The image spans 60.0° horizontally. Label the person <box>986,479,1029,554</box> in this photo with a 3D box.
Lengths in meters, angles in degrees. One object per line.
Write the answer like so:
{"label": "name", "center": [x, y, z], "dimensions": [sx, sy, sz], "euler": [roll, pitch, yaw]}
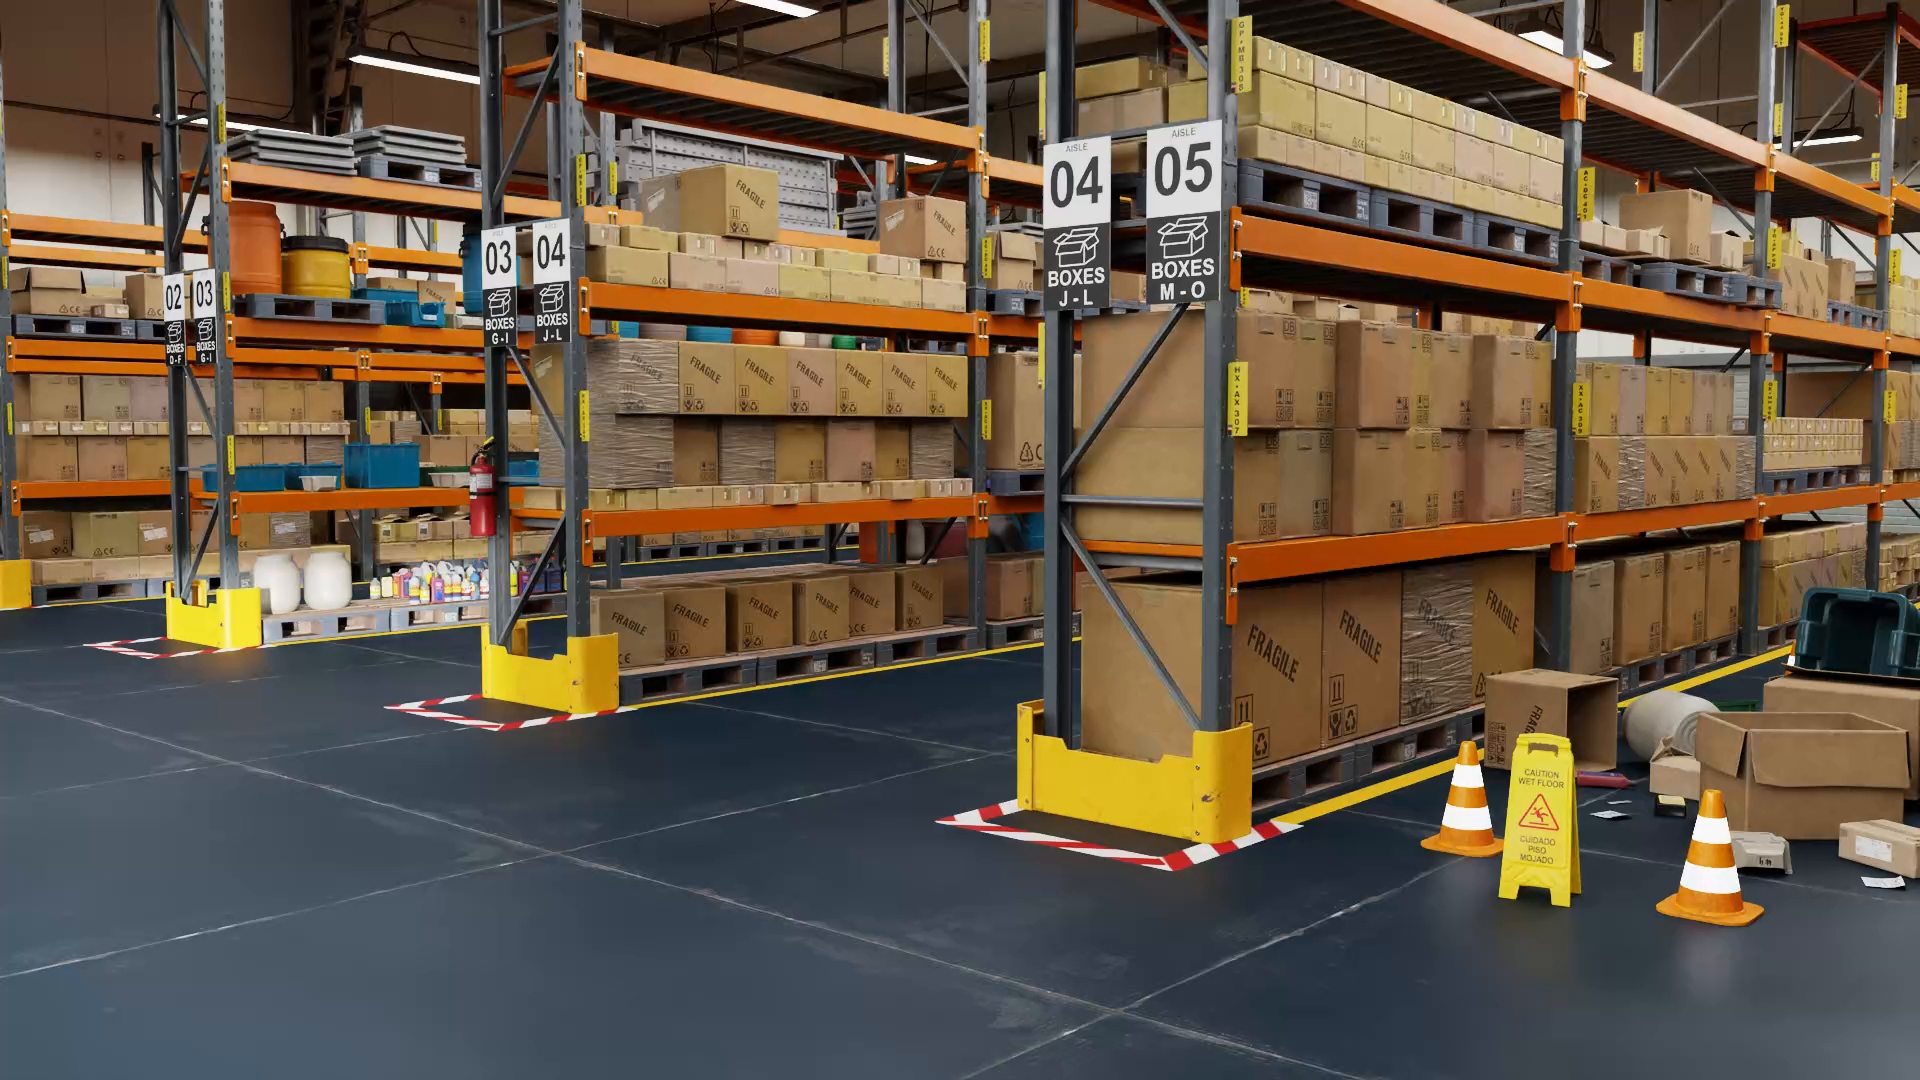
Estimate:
{"label": "person", "center": [0.462, -0.155, 17.871], "dimensions": [0.463, 1.532, 0.511], "euler": [3, 4, 34]}
